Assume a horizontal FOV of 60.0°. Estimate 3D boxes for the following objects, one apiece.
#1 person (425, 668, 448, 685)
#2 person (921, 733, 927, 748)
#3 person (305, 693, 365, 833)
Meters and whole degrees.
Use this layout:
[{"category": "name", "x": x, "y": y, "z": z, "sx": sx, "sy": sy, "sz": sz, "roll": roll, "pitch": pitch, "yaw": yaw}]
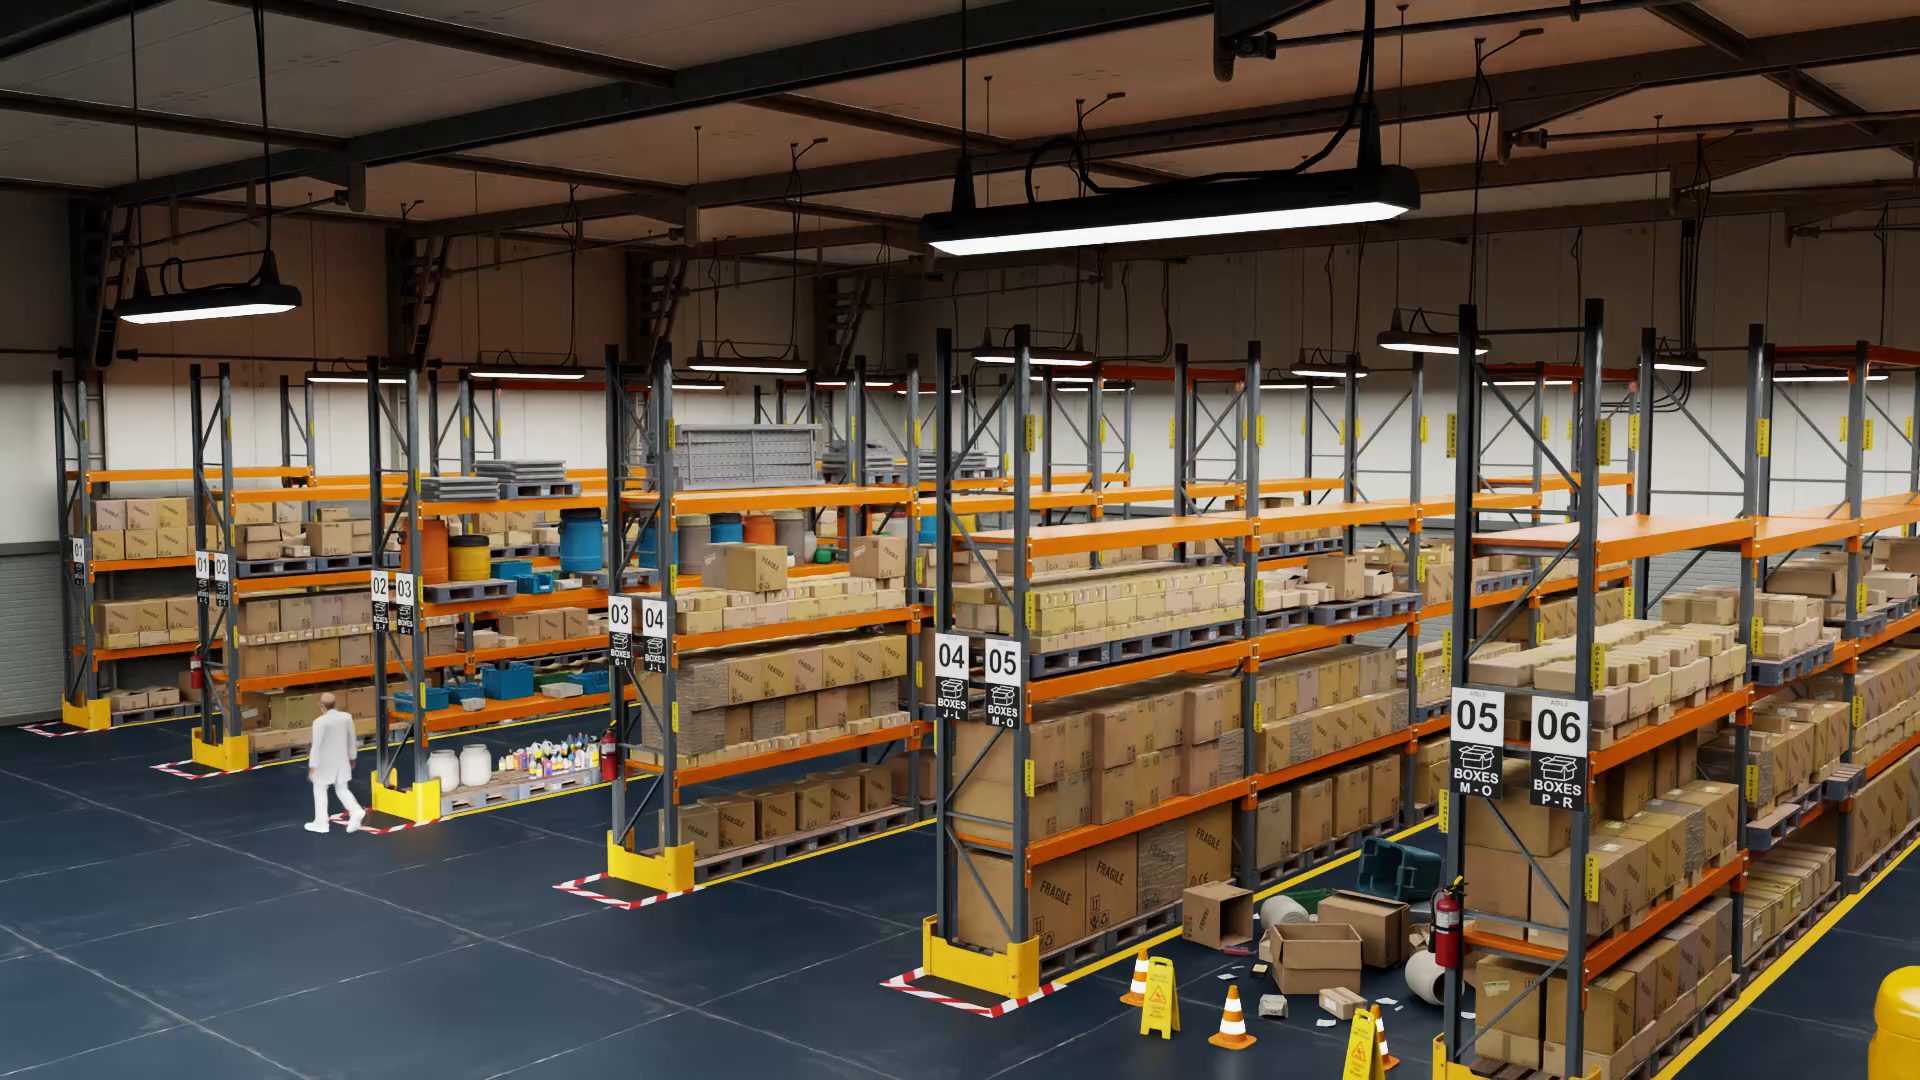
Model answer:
[{"category": "person", "x": -9.886, "y": 2.093, "z": 31.211, "sx": 0.511, "sy": 1.666, "sz": 0.708, "roll": 1, "pitch": 4, "yaw": 13}, {"category": "person", "x": -0.582, "y": 2.528, "z": 25.004, "sx": 0.554, "sy": 1.776, "sz": 0.548, "roll": 2, "pitch": 5, "yaw": 27}, {"category": "person", "x": -7.812, "y": 2.788, "z": 20.760, "sx": 0.895, "sy": 1.758, "sz": 0.676, "roll": 3, "pitch": 5, "yaw": 38}]
